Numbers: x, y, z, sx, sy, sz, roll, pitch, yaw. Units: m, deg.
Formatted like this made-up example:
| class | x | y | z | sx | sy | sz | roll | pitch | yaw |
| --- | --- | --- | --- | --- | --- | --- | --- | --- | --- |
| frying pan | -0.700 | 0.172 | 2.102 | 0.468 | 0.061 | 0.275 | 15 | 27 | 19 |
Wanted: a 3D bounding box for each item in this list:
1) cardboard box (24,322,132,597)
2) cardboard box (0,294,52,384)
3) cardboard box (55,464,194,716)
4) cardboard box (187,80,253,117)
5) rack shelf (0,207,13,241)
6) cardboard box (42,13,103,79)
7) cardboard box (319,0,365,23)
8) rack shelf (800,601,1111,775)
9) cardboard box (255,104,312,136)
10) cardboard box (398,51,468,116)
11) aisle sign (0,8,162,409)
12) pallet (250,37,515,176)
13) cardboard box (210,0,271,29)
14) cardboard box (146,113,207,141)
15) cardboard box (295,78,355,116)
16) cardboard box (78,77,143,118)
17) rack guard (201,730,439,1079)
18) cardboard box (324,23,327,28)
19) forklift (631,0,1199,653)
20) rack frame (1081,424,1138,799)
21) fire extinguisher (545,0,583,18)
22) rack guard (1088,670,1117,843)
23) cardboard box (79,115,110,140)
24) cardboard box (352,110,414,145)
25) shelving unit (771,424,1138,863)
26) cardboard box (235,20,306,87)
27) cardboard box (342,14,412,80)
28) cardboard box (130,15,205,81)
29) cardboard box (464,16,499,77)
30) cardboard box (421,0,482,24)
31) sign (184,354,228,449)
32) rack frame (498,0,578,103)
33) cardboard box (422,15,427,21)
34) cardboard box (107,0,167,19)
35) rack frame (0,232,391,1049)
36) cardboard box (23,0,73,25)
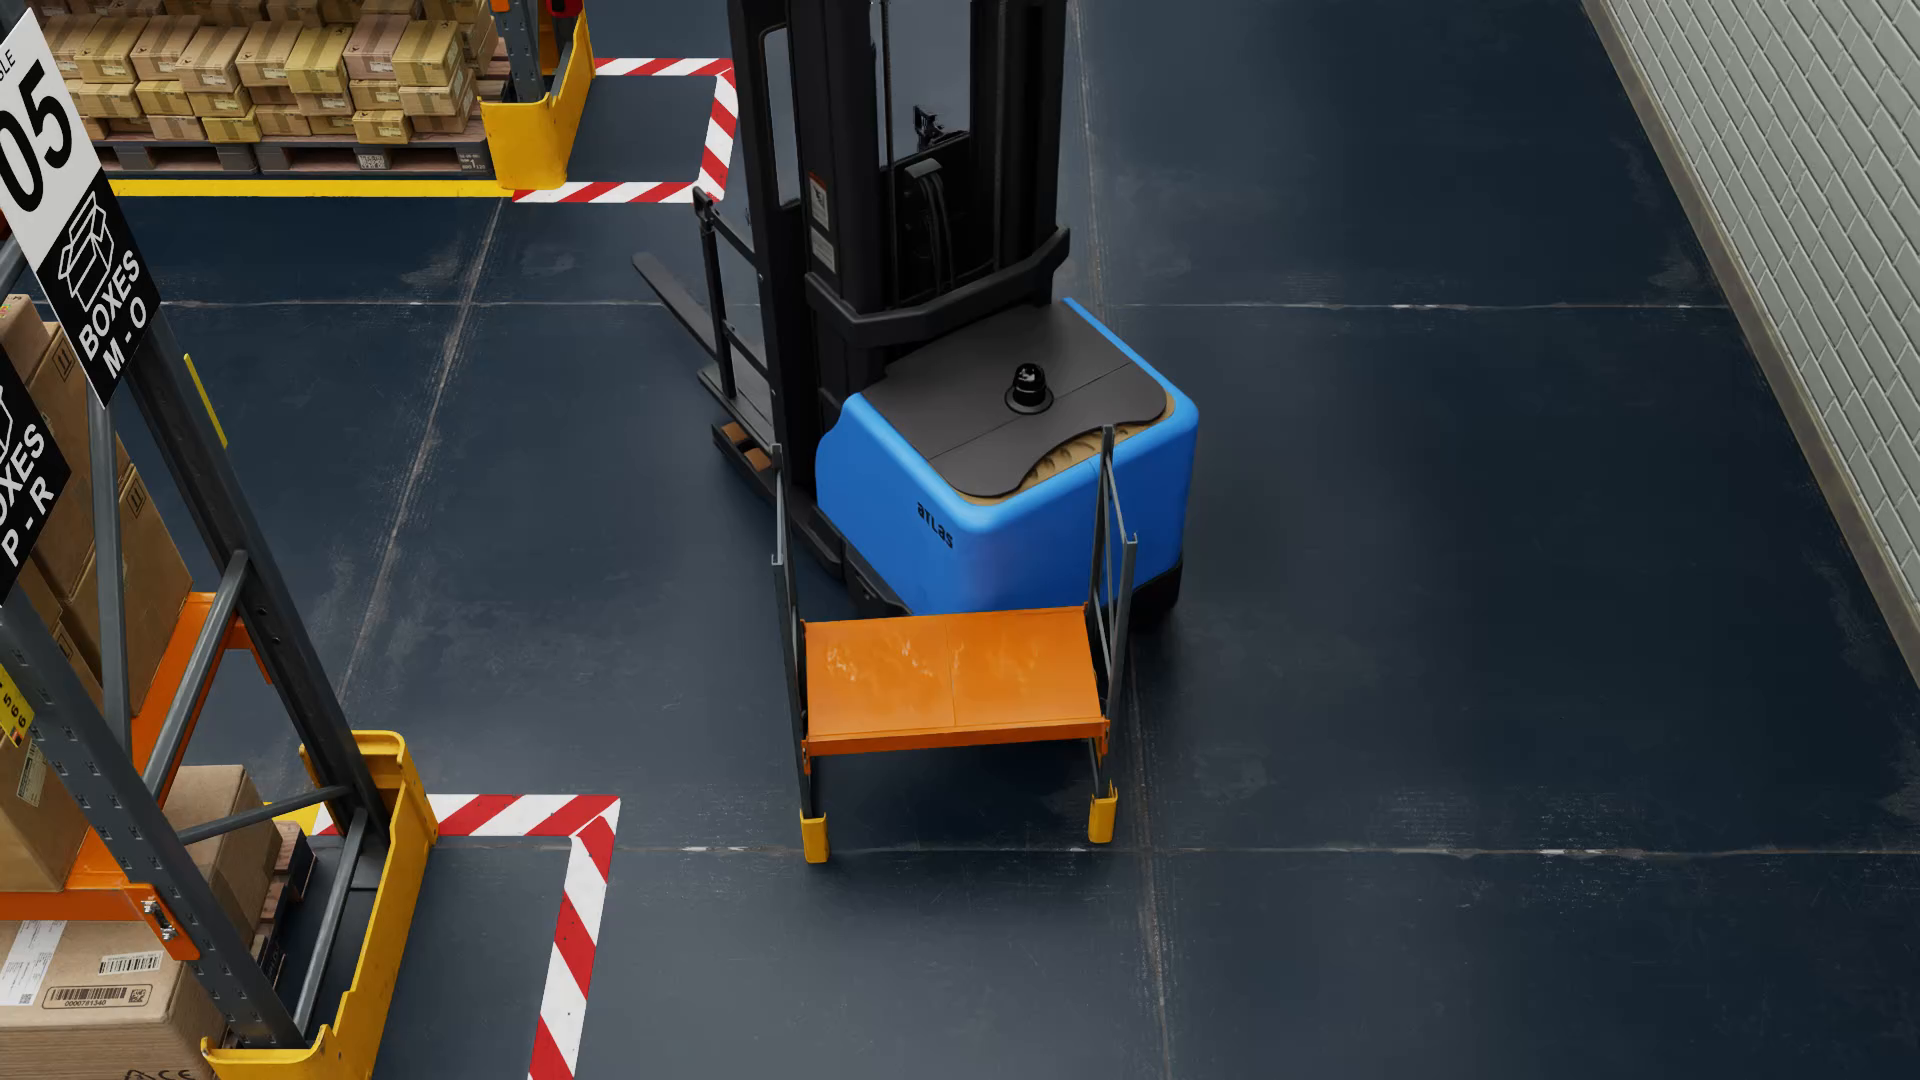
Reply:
| class | x | y | z | sx | sy | sz | roll | pitch | yaw |
| --- | --- | --- | --- | --- | --- | --- | --- | --- | --- |
| cardboard box | -2.519 | -0.200 | 4.216 | 0.500 | 0.500 | 0.500 | -1 | 47 | -1 |
| cardboard box | -2.394 | -0.415 | 3.973 | 0.250 | 0.149 | 0.380 | 1 | 47 | 1 |
| cardboard box | -2.519 | 0.139 | 4.584 | 0.500 | 0.500 | 0.500 | 0 | 47 | 0 |
| cardboard box | -3.689 | -2.297 | 8.377 | 0.250 | 0.149 | 0.380 | 1 | 47 | 1 |
| rack shelf | -4.040 | -0.398 | 3.594 | 4.000 | 0.370 | 1.077 | 0 | 47 | 0 |
| cardboard box | -4.463 | -2.478 | 8.342 | 0.250 | 0.149 | 0.380 | -2 | 47 | -1 |
| cardboard box | -3.173 | -2.871 | 8.708 | 0.250 | 0.149 | 0.380 | 0 | 47 | 0 |
| rack shelf | -0.032 | 0.491 | 5.594 | 1.000 | 0.185 | 0.538 | -3 | 47 | -3 |
| cardboard box | -3.418 | -2.241 | 8.528 | 0.250 | 0.149 | 0.380 | 1 | 47 | 1 |
| cardboard box | -2.651 | -2.304 | 8.384 | 0.250 | 0.149 | 0.380 | -1 | 47 | -1 |
| aisle sign | -1.967 | -0.713 | 3.669 | 0.004 | 0.787 | 0.394 | 0 | 47 | 0 |
| pallet | -3.011 | -2.317 | 8.843 | 1.213 | 0.211 | 1.003 | 0 | 47 | 0 |
| cardboard box | -3.698 | -2.818 | 8.659 | 0.250 | 0.149 | 0.380 | 2 | 47 | 2 |
| cardboard box | -3.947 | -2.211 | 8.500 | 0.250 | 0.149 | 0.380 | 1 | 47 | 1 |
| cardboard box | -3.171 | -2.305 | 8.384 | 0.250 | 0.149 | 0.380 | -2 | 47 | -1 |
| cardboard box | -4.221 | -2.291 | 8.372 | 0.250 | 0.149 | 0.380 | 1 | 47 | 1 |
| rack guard | -2.016 | 1.237 | 5.338 | 0.348 | 0.500 | 1.175 | 0 | 47 | 0 |
| cardboard box | -3.420 | -2.759 | 8.807 | 0.250 | 0.149 | 0.380 | 1 | 47 | 1 |
| forklift | -0.399 | -1.407 | 6.138 | 1.130 | 2.935 | 3.031 | -27 | 53 | -23 |
| rack frame | 0.475 | 0.339 | 5.491 | 0.032 | 1.500 | 0.500 | -3 | 47 | -3 |
| fire extinguisher | -1.872 | -2.747 | 7.646 | 0.183 | 0.674 | 0.296 | 0 | 47 | 0 |
| rack guard | 0.474 | 0.764 | 5.948 | 0.087 | 0.250 | 0.587 | -3 | 47 | -3 |
| cardboard box | -4.462 | -2.211 | 8.501 | 0.250 | 0.149 | 0.380 | -1 | 47 | -1 |
| cardboard box | -2.907 | -2.186 | 8.477 | 0.250 | 0.149 | 0.380 | 1 | 47 | 1 |
| shelving unit | -0.023 | 0.368 | 5.463 | 1.083 | 1.500 | 0.587 | -3 | 47 | -3 |
| cardboard box | -3.422 | -2.427 | 8.295 | 0.250 | 0.149 | 0.380 | -2 | 47 | -1 |
| cardboard box | -2.904 | -2.472 | 8.337 | 0.250 | 0.149 | 0.380 | 1 | 47 | 1 |
| cardboard box | -3.954 | -2.469 | 8.334 | 0.250 | 0.149 | 0.380 | -1 | 47 | -1 |
| cardboard box | -2.645 | -2.646 | 8.905 | 0.250 | 0.149 | 0.380 | 1 | 47 | 1 |
| cardboard box | -2.645 | -2.863 | 8.701 | 0.250 | 0.149 | 0.380 | -2 | 47 | -2 |
| sign | -2.032 | -0.343 | 4.456 | 0.005 | 0.325 | 0.100 | 0 | 47 | 0 |
| rack frame | -2.122 | -3.239 | 7.796 | 0.127 | 3.000 | 1.000 | 0 | 47 | 0 |
| cardboard box | -2.919 | -2.743 | 8.793 | 0.250 | 0.149 | 0.380 | 0 | 47 | 0 |
| cardboard box | -4.213 | -2.783 | 8.626 | 0.250 | 0.149 | 0.380 | 0 | 47 | 0 |
| rack frame | -2.040 | 0.385 | 4.423 | 0.127 | 3.000 | 1.000 | 0 | 47 | 0 |
| cardboard box | -4.731 | -2.856 | 8.694 | 0.250 | 0.149 | 0.380 | -2 | 47 | -2 |
